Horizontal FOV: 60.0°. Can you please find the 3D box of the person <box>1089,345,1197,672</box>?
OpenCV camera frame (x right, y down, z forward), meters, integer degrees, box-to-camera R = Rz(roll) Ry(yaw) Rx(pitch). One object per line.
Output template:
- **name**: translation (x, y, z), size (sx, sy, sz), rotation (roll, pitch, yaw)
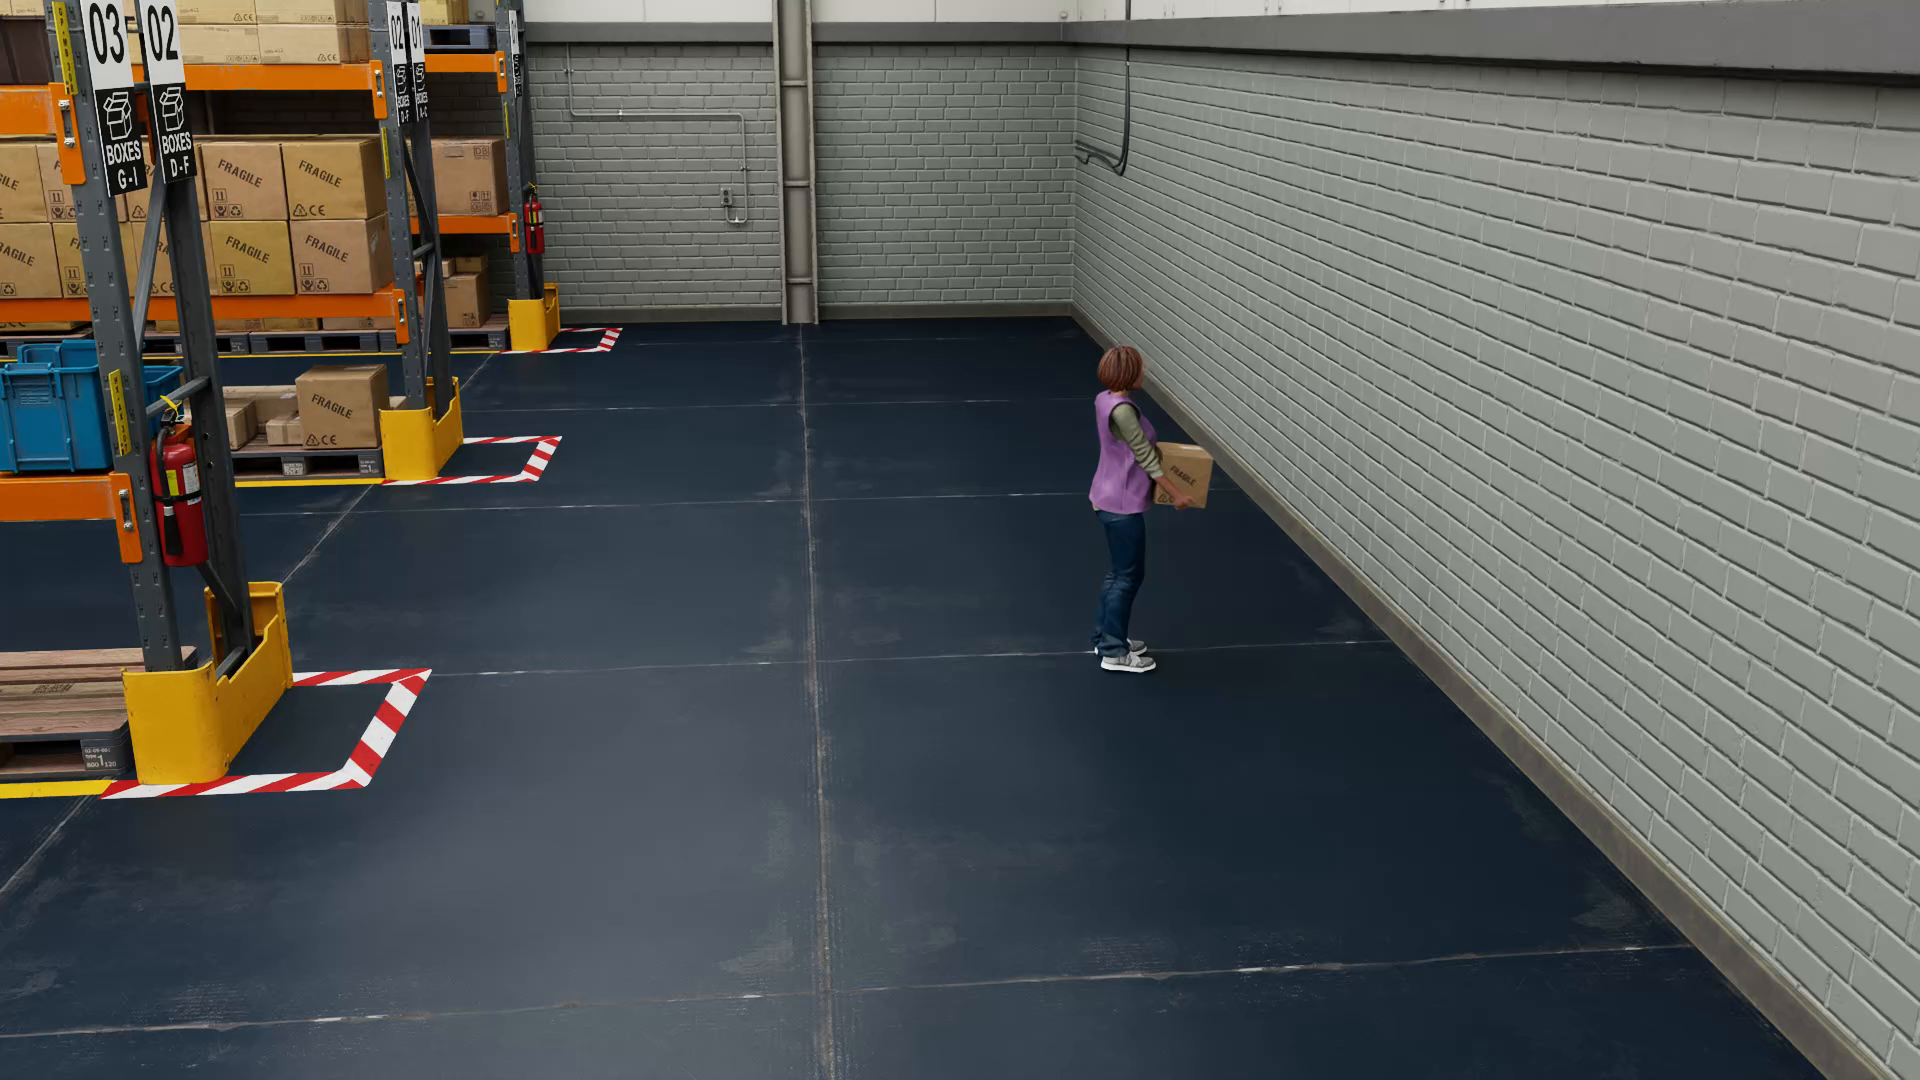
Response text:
- **person**: translation (0.874, -0.156, 8.079), size (0.492, 1.598, 0.396), rotation (-2, 17, -6)
